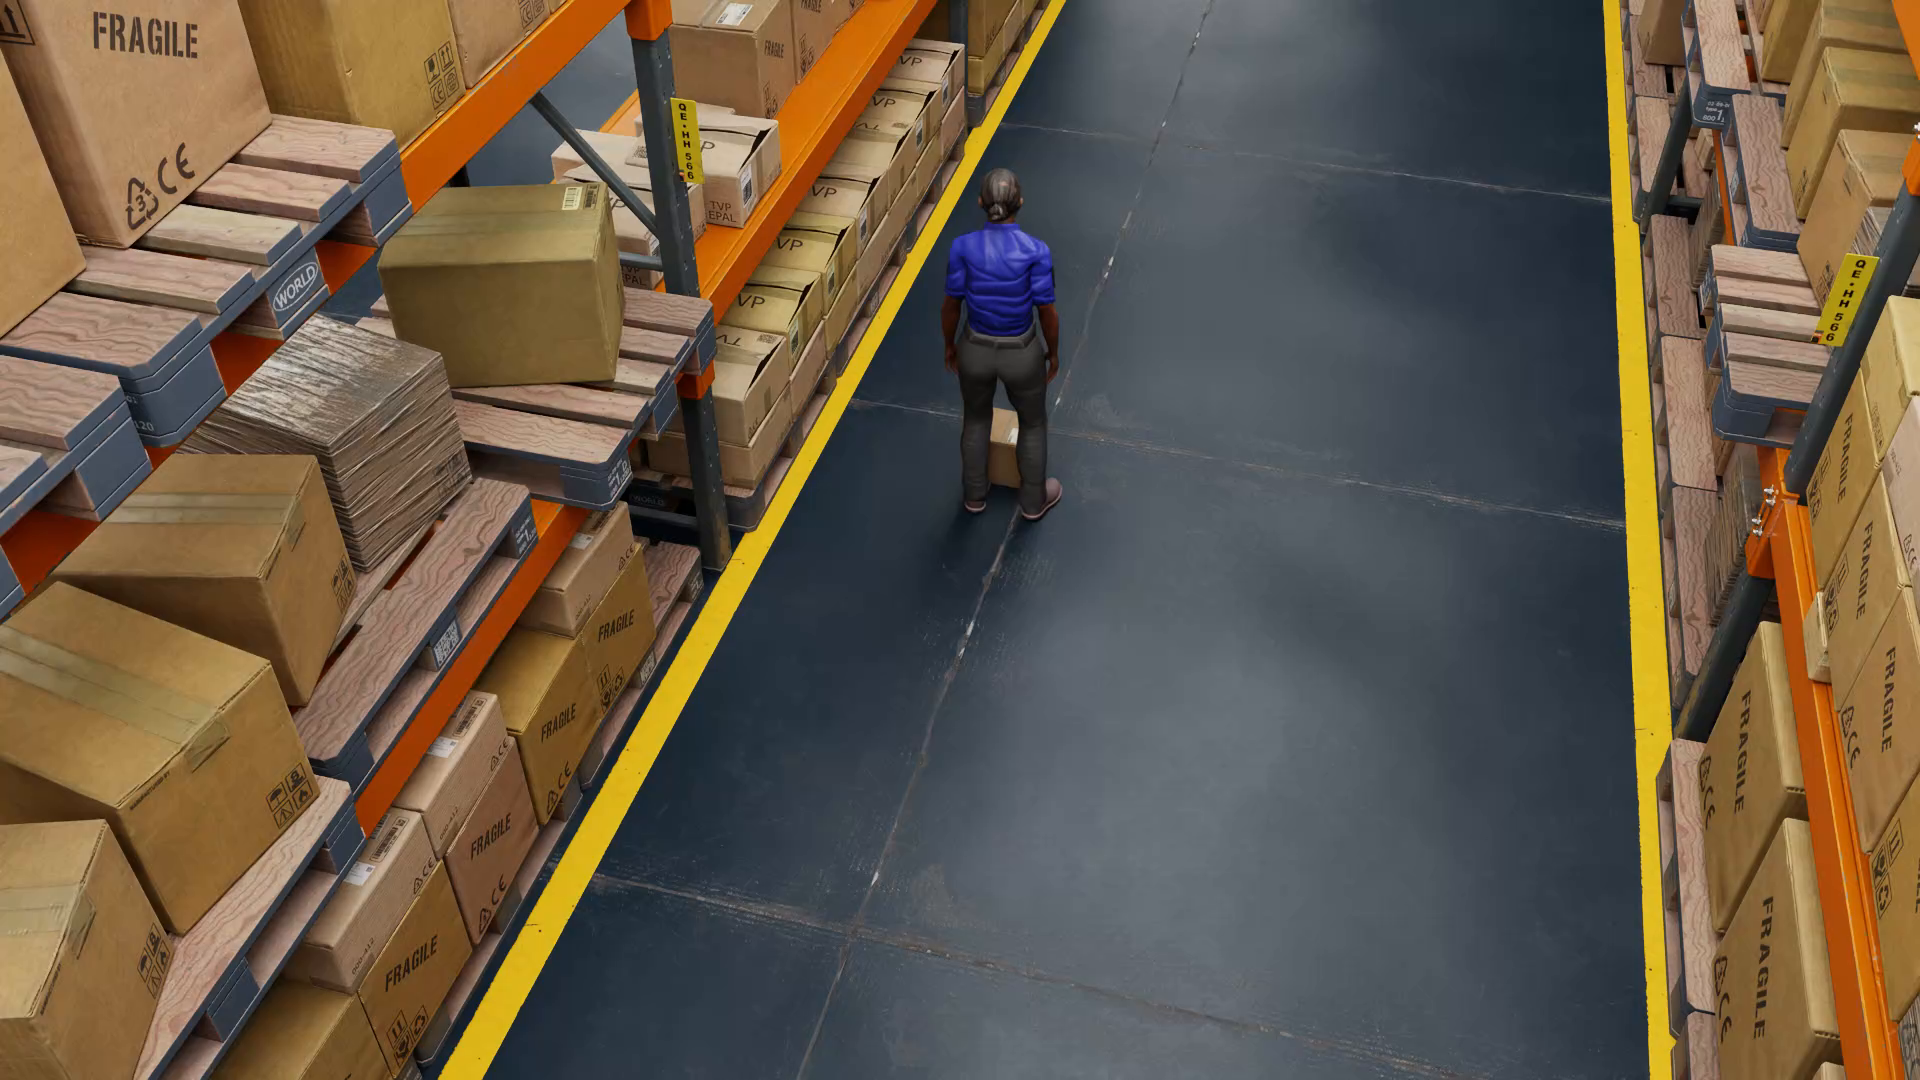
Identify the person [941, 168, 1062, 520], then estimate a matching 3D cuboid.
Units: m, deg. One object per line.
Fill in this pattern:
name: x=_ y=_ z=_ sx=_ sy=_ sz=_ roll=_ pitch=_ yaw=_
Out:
person: x=0.189 y=-0.798 z=7.072 sx=0.531 sy=1.653 sz=0.352 roll=7 pitch=42 yaw=8
